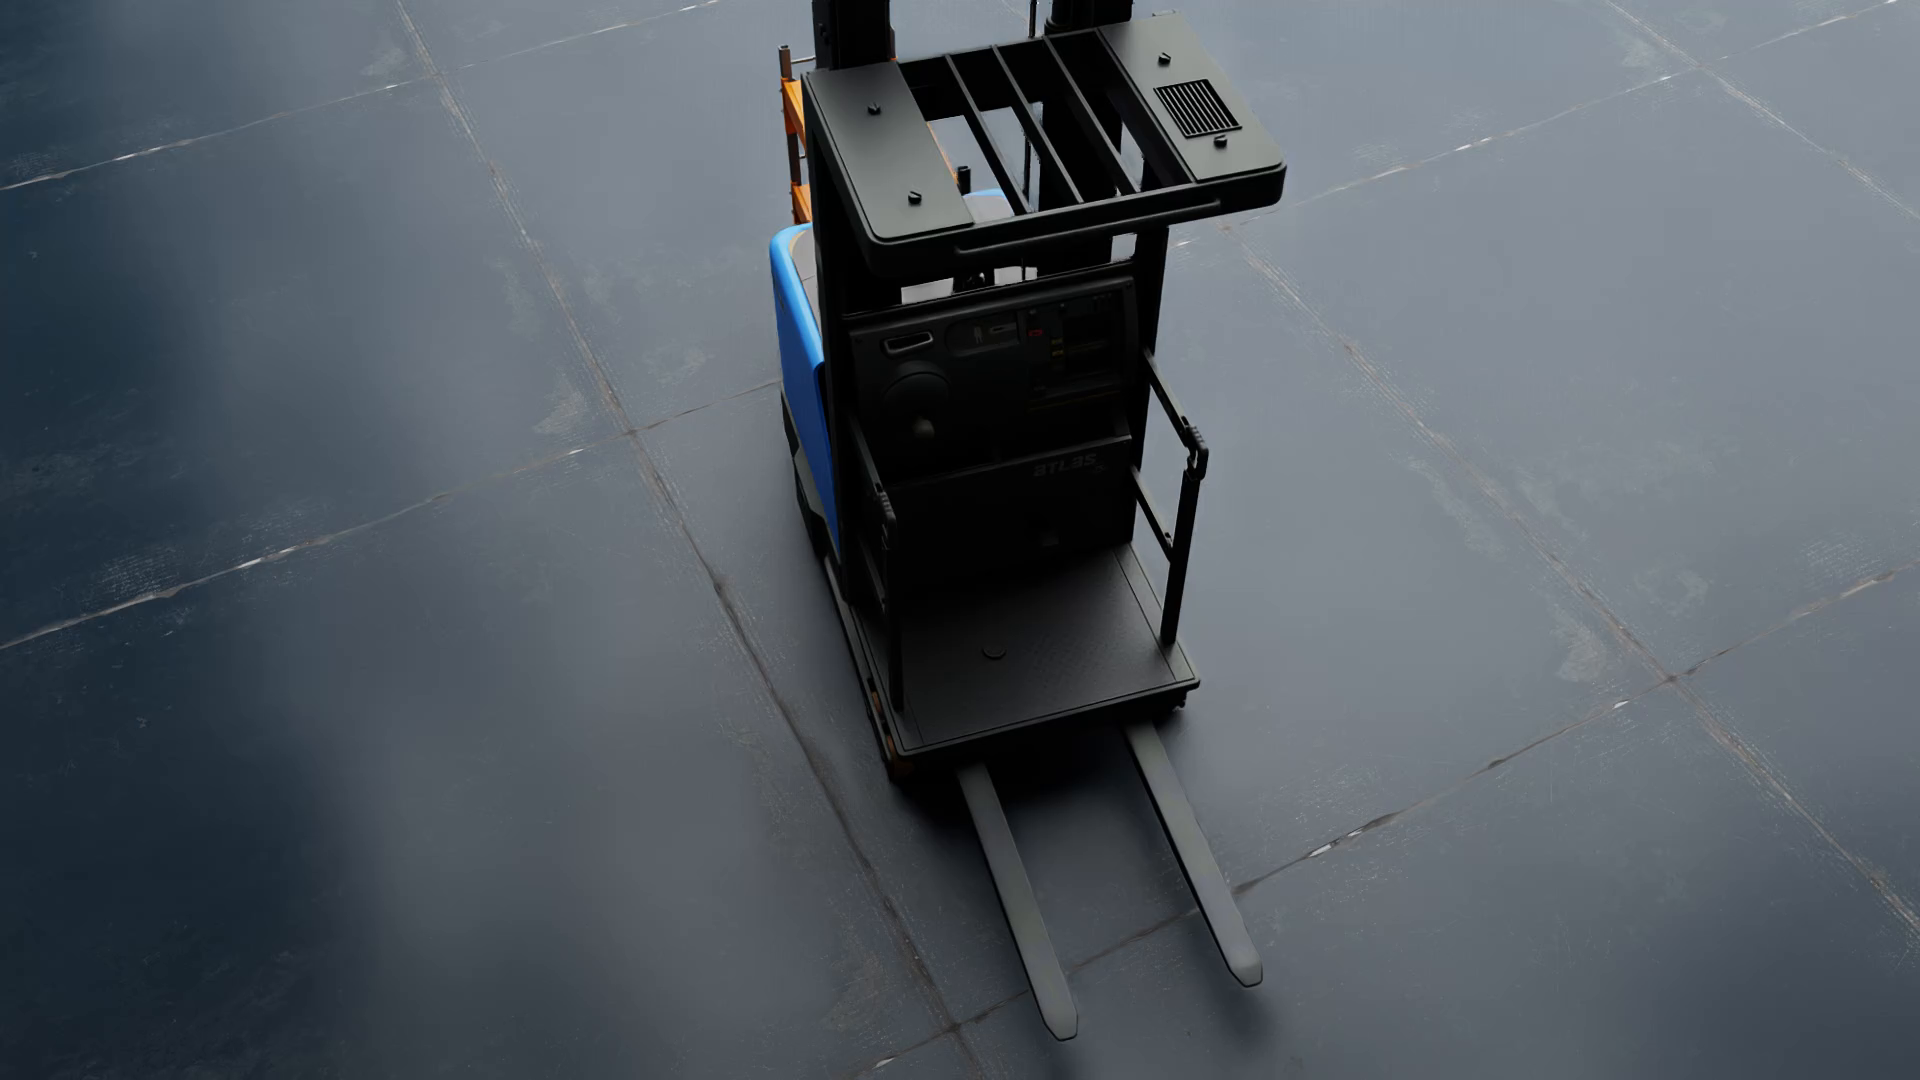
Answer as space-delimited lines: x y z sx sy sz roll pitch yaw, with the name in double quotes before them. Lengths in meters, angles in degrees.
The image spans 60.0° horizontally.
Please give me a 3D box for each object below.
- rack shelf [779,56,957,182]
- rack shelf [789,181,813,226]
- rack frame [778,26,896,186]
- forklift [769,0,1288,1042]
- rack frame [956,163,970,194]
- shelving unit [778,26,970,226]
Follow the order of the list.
"rack shelf" -0.361 -1.572 6.881 0.538 0.278 1.000 -14 50 -12
"rack shelf" -0.361 -1.218 7.286 0.538 0.278 1.000 -14 50 -12
"rack frame" -0.519 -1.743 7.420 0.500 1.125 0.032 -14 50 -12
"forklift" 0.181 -0.467 5.104 1.130 2.935 3.031 -13 50 -11
"rack frame" -0.202 -1.016 6.784 0.500 1.125 0.032 -14 50 -12
"shelving unit" -0.361 -1.379 7.102 0.538 1.125 1.048 -14 50 -12
